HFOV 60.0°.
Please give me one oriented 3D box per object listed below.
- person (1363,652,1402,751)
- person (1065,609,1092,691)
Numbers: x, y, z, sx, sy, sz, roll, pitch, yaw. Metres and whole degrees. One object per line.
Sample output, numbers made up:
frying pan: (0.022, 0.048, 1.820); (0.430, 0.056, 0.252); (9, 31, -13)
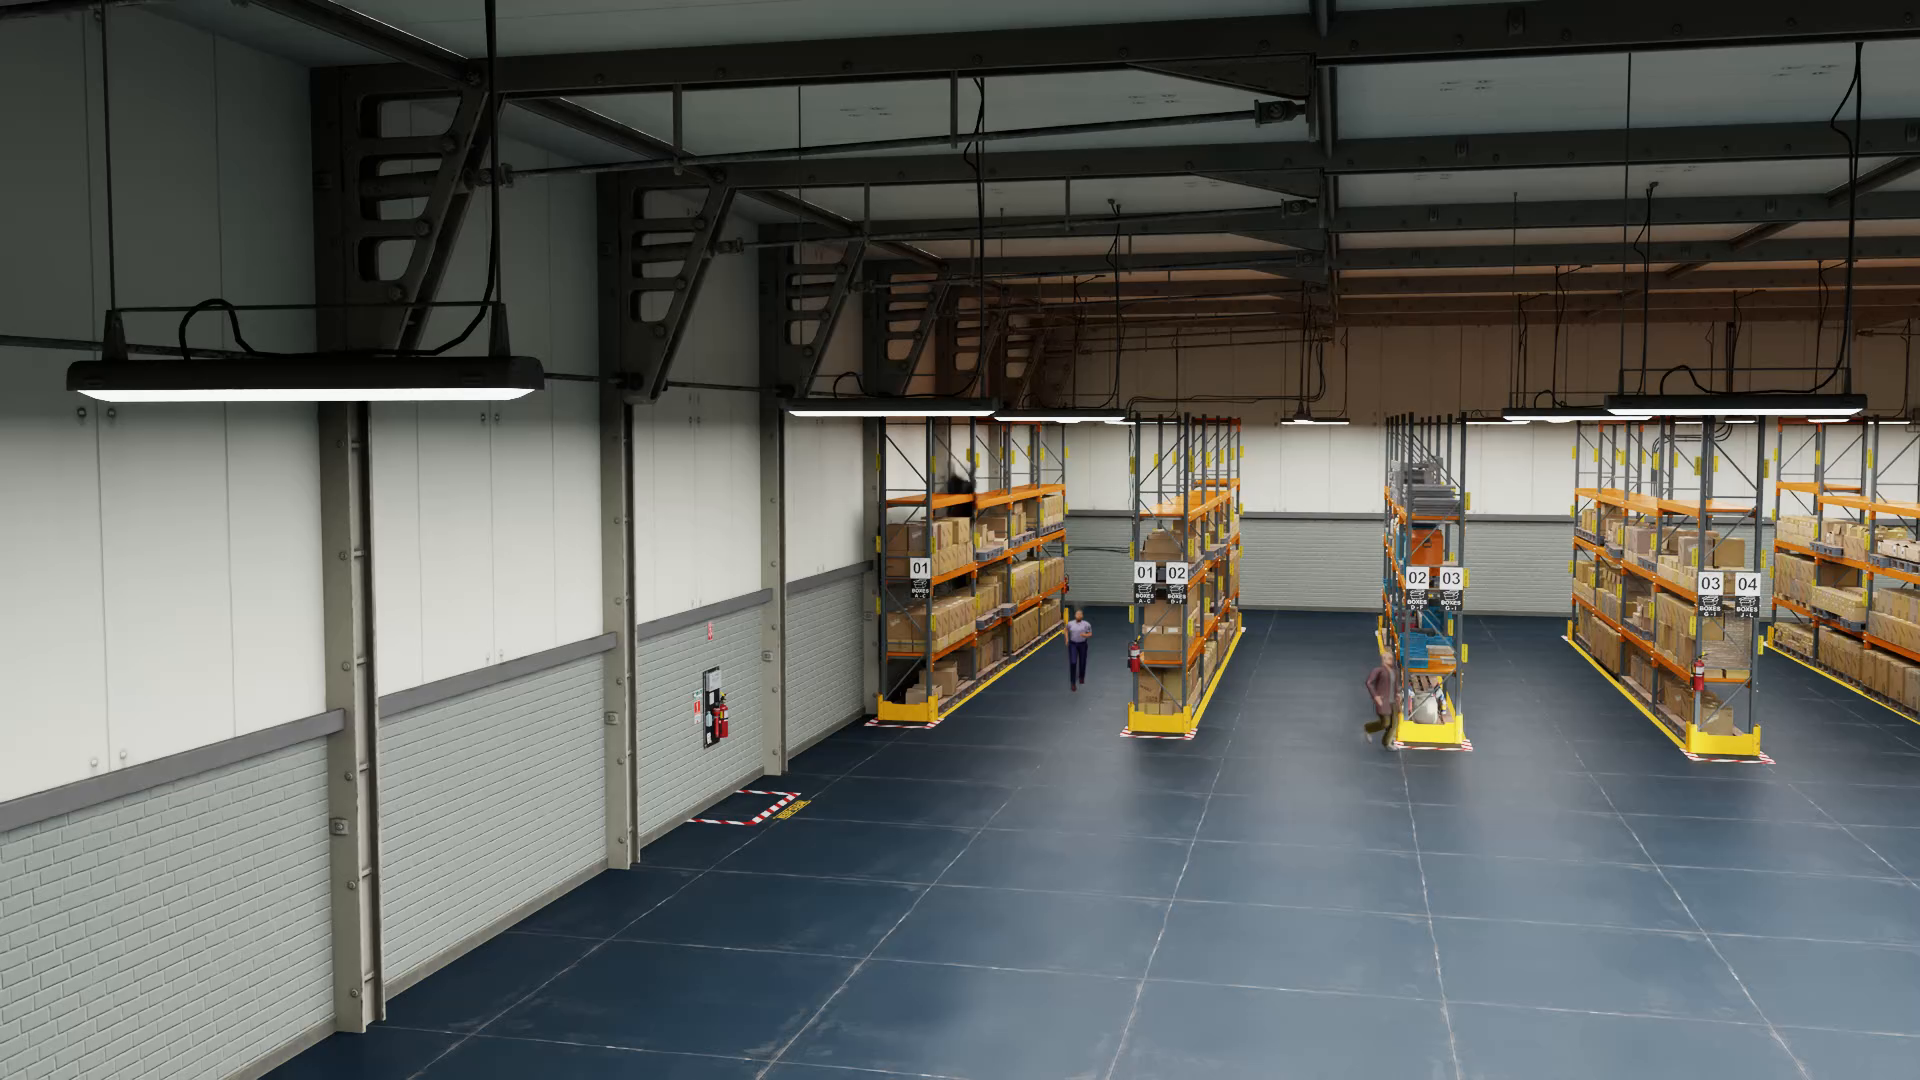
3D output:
person: (7.552, 2.858, 29.609); (0.737, 1.712, 0.745); (-3, 5, -33)
person: (2.534, 2.341, 35.576); (0.582, 1.695, 0.758); (0, 4, 2)
